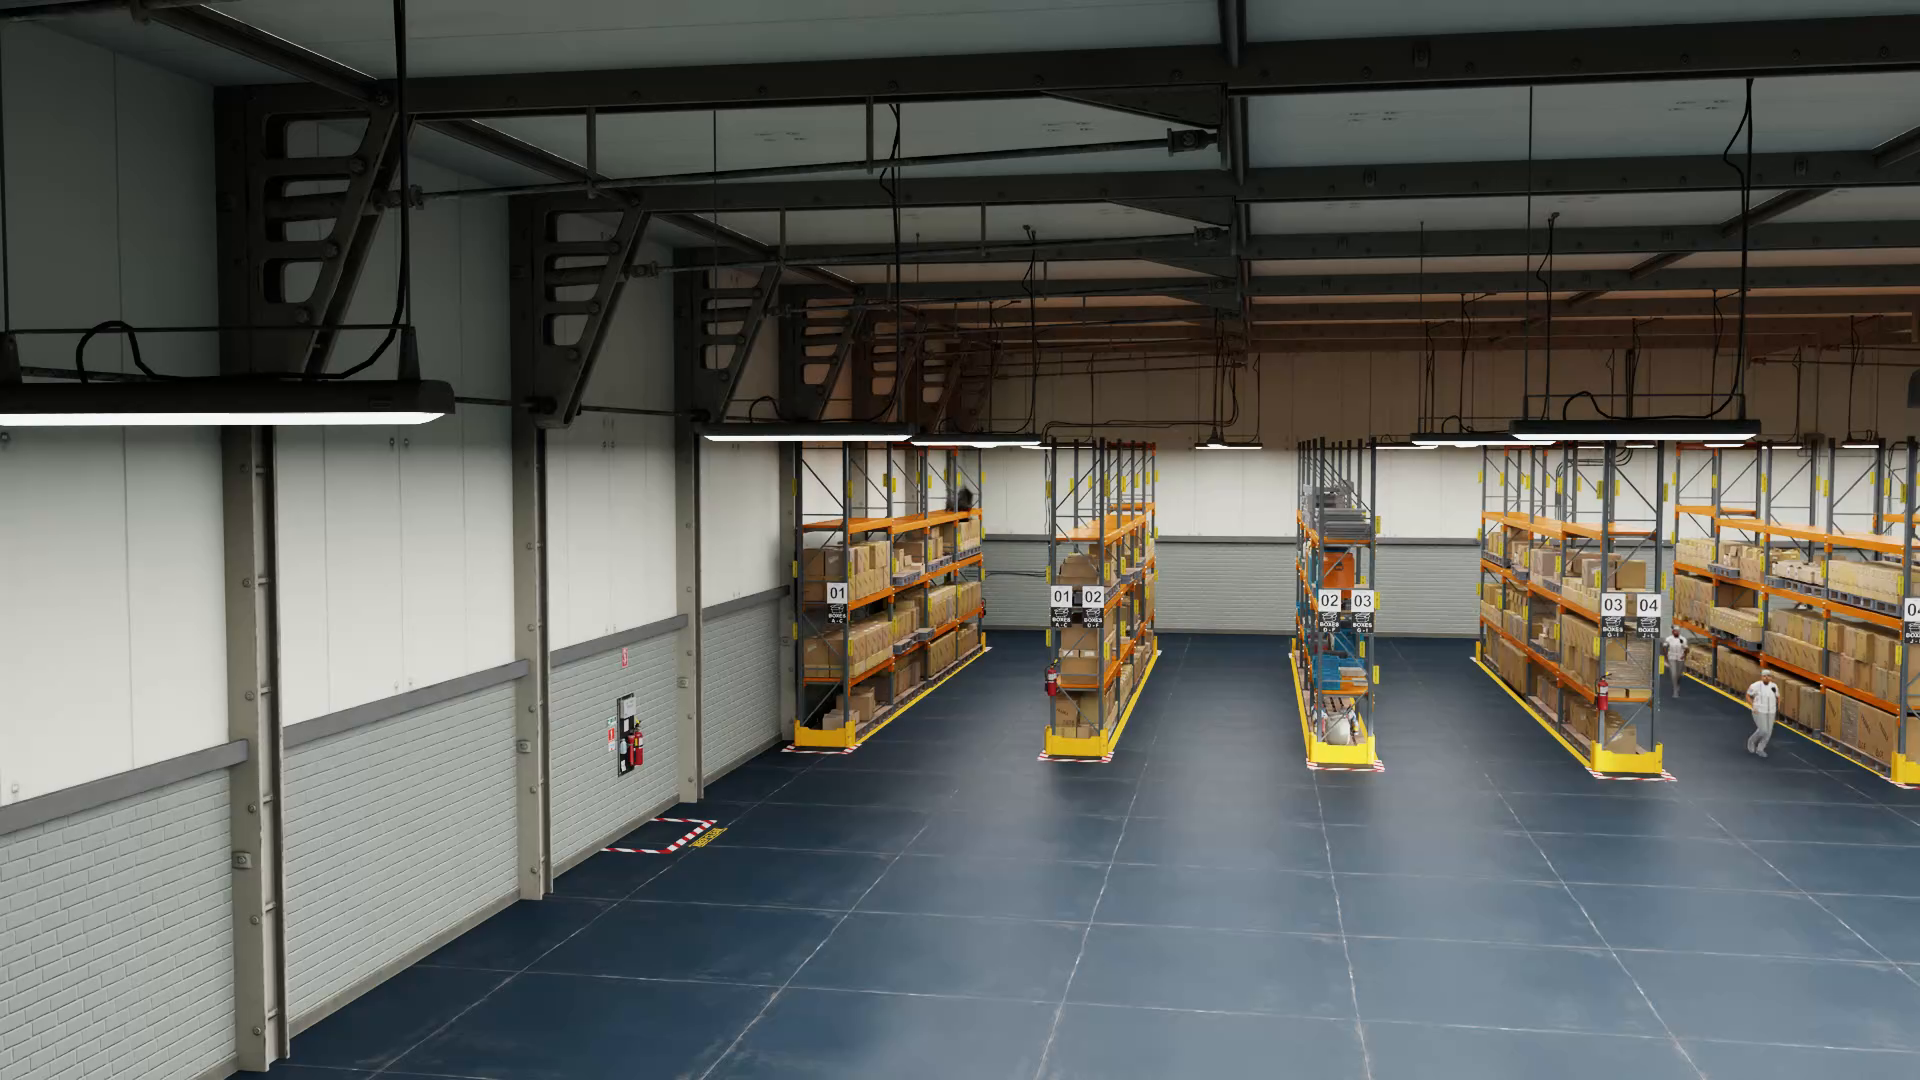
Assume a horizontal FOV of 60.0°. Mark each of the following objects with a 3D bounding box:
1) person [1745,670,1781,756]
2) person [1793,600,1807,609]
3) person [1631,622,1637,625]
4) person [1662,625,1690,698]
[{"bbox_3d":[15.149,3.255,31.244,0.591,1.635,0.525,0,3,0],"label":"person"},{"bbox_3d":[22.889,2.433,45.319,0.903,1.814,0.671,1,3,17],"label":"person"},{"bbox_3d":[18.083,2.498,45.322,0.858,1.655,0.605,3,4,42],"label":"person"},{"bbox_3d":[16.809,2.829,39.055,0.587,1.685,0.802,1,3,16],"label":"person"}]
